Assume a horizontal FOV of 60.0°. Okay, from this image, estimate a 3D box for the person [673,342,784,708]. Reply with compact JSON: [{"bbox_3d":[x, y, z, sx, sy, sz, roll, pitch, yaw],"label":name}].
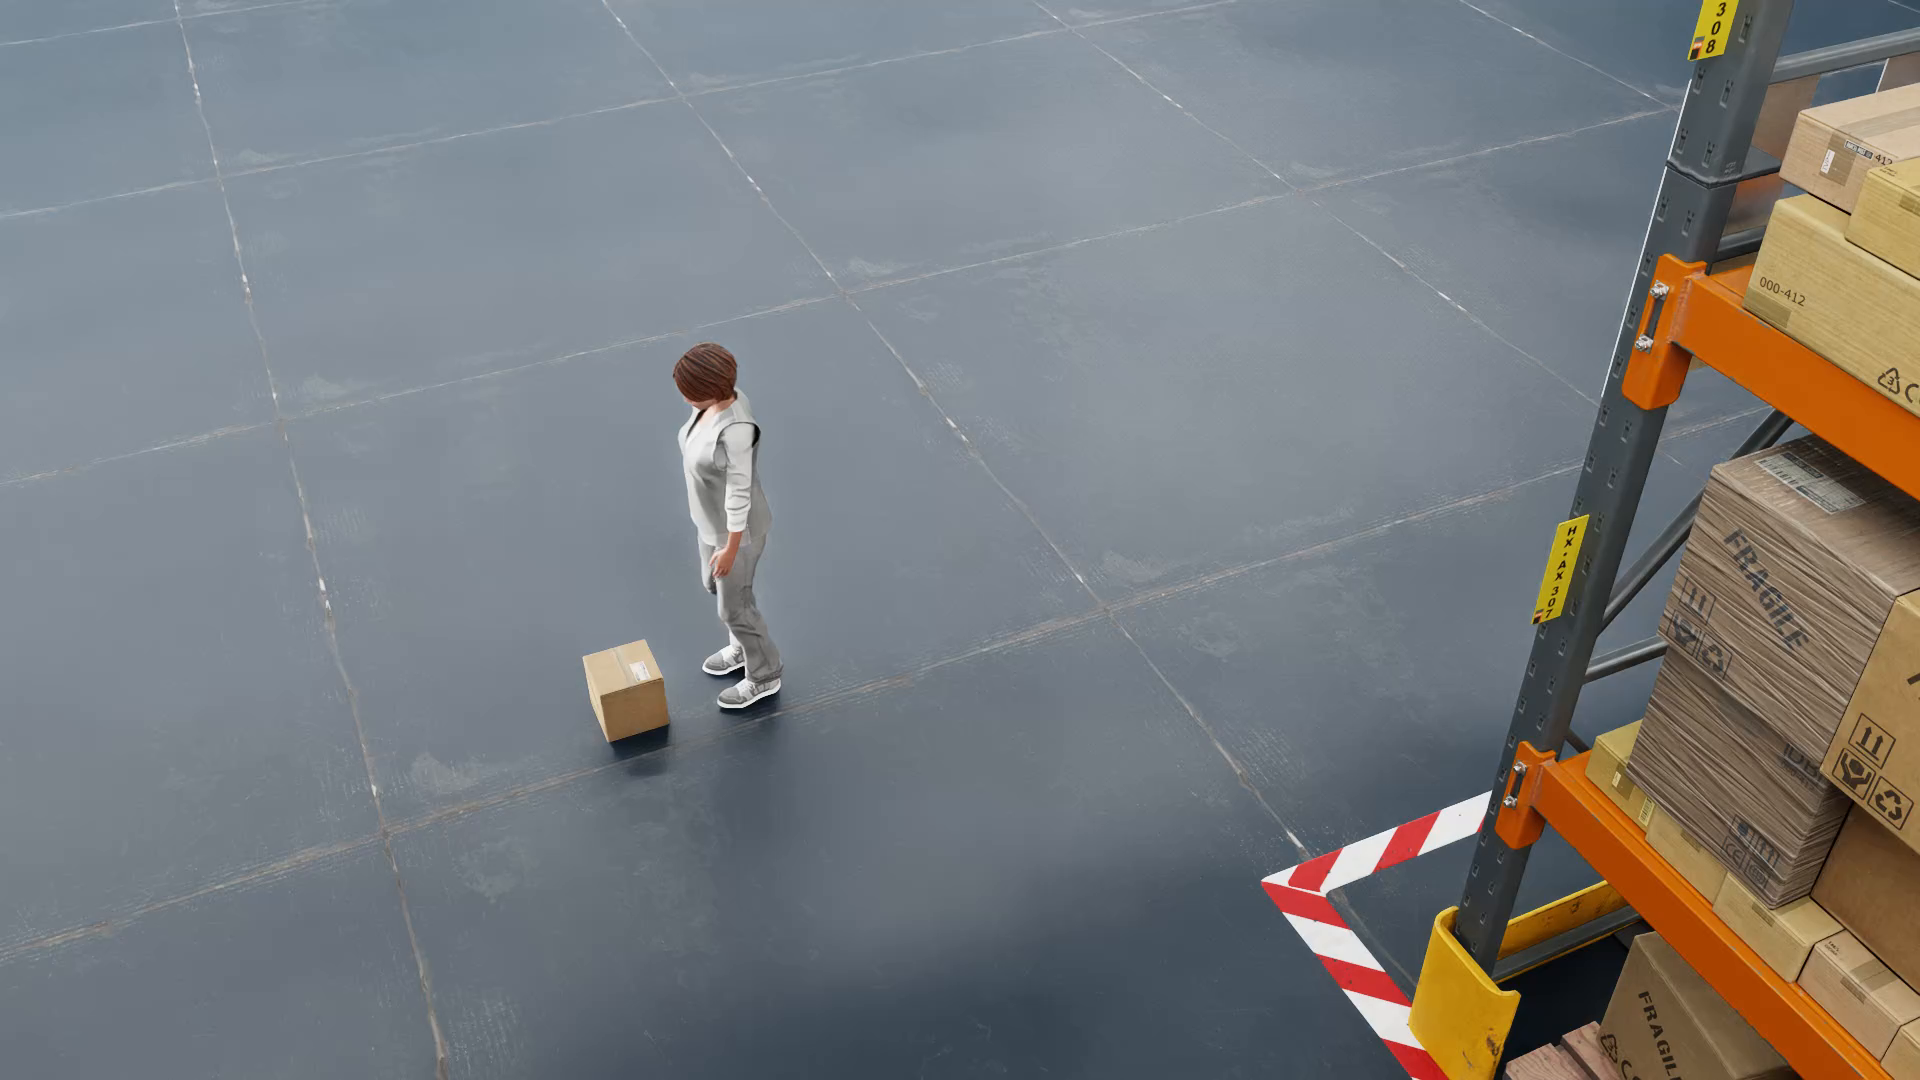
[{"bbox_3d":[-0.858,-0.040,6.234,0.305,1.576,0.409,-15,40,-19],"label":"person"}]
